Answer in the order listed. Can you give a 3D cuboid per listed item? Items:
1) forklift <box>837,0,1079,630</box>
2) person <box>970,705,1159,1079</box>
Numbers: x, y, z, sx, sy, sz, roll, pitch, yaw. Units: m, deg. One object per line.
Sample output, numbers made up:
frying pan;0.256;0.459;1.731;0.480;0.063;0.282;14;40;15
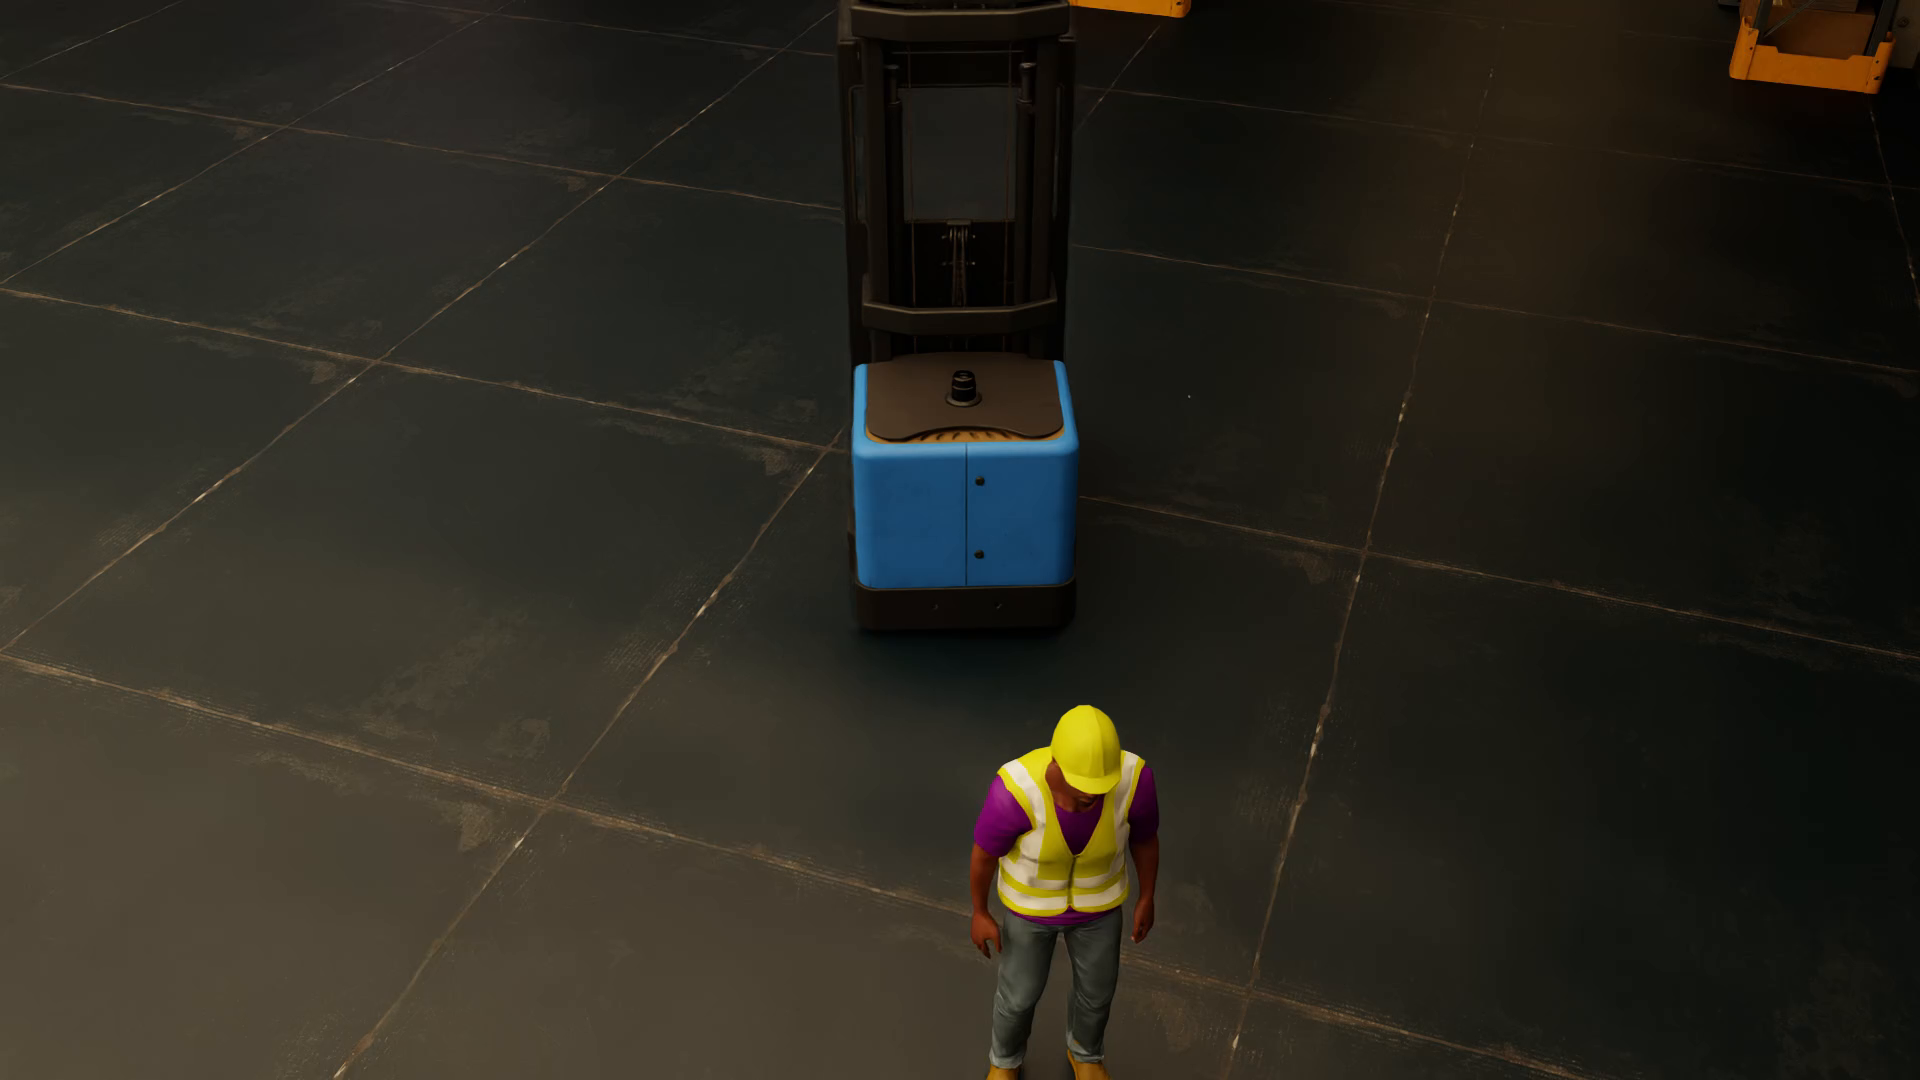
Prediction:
forklift;-0.026;-1.591;8.355;1.130;2.935;3.031;-1;35;-2
person;0.343;1.200;5.435;0.626;1.759;0.463;-4;36;-5
